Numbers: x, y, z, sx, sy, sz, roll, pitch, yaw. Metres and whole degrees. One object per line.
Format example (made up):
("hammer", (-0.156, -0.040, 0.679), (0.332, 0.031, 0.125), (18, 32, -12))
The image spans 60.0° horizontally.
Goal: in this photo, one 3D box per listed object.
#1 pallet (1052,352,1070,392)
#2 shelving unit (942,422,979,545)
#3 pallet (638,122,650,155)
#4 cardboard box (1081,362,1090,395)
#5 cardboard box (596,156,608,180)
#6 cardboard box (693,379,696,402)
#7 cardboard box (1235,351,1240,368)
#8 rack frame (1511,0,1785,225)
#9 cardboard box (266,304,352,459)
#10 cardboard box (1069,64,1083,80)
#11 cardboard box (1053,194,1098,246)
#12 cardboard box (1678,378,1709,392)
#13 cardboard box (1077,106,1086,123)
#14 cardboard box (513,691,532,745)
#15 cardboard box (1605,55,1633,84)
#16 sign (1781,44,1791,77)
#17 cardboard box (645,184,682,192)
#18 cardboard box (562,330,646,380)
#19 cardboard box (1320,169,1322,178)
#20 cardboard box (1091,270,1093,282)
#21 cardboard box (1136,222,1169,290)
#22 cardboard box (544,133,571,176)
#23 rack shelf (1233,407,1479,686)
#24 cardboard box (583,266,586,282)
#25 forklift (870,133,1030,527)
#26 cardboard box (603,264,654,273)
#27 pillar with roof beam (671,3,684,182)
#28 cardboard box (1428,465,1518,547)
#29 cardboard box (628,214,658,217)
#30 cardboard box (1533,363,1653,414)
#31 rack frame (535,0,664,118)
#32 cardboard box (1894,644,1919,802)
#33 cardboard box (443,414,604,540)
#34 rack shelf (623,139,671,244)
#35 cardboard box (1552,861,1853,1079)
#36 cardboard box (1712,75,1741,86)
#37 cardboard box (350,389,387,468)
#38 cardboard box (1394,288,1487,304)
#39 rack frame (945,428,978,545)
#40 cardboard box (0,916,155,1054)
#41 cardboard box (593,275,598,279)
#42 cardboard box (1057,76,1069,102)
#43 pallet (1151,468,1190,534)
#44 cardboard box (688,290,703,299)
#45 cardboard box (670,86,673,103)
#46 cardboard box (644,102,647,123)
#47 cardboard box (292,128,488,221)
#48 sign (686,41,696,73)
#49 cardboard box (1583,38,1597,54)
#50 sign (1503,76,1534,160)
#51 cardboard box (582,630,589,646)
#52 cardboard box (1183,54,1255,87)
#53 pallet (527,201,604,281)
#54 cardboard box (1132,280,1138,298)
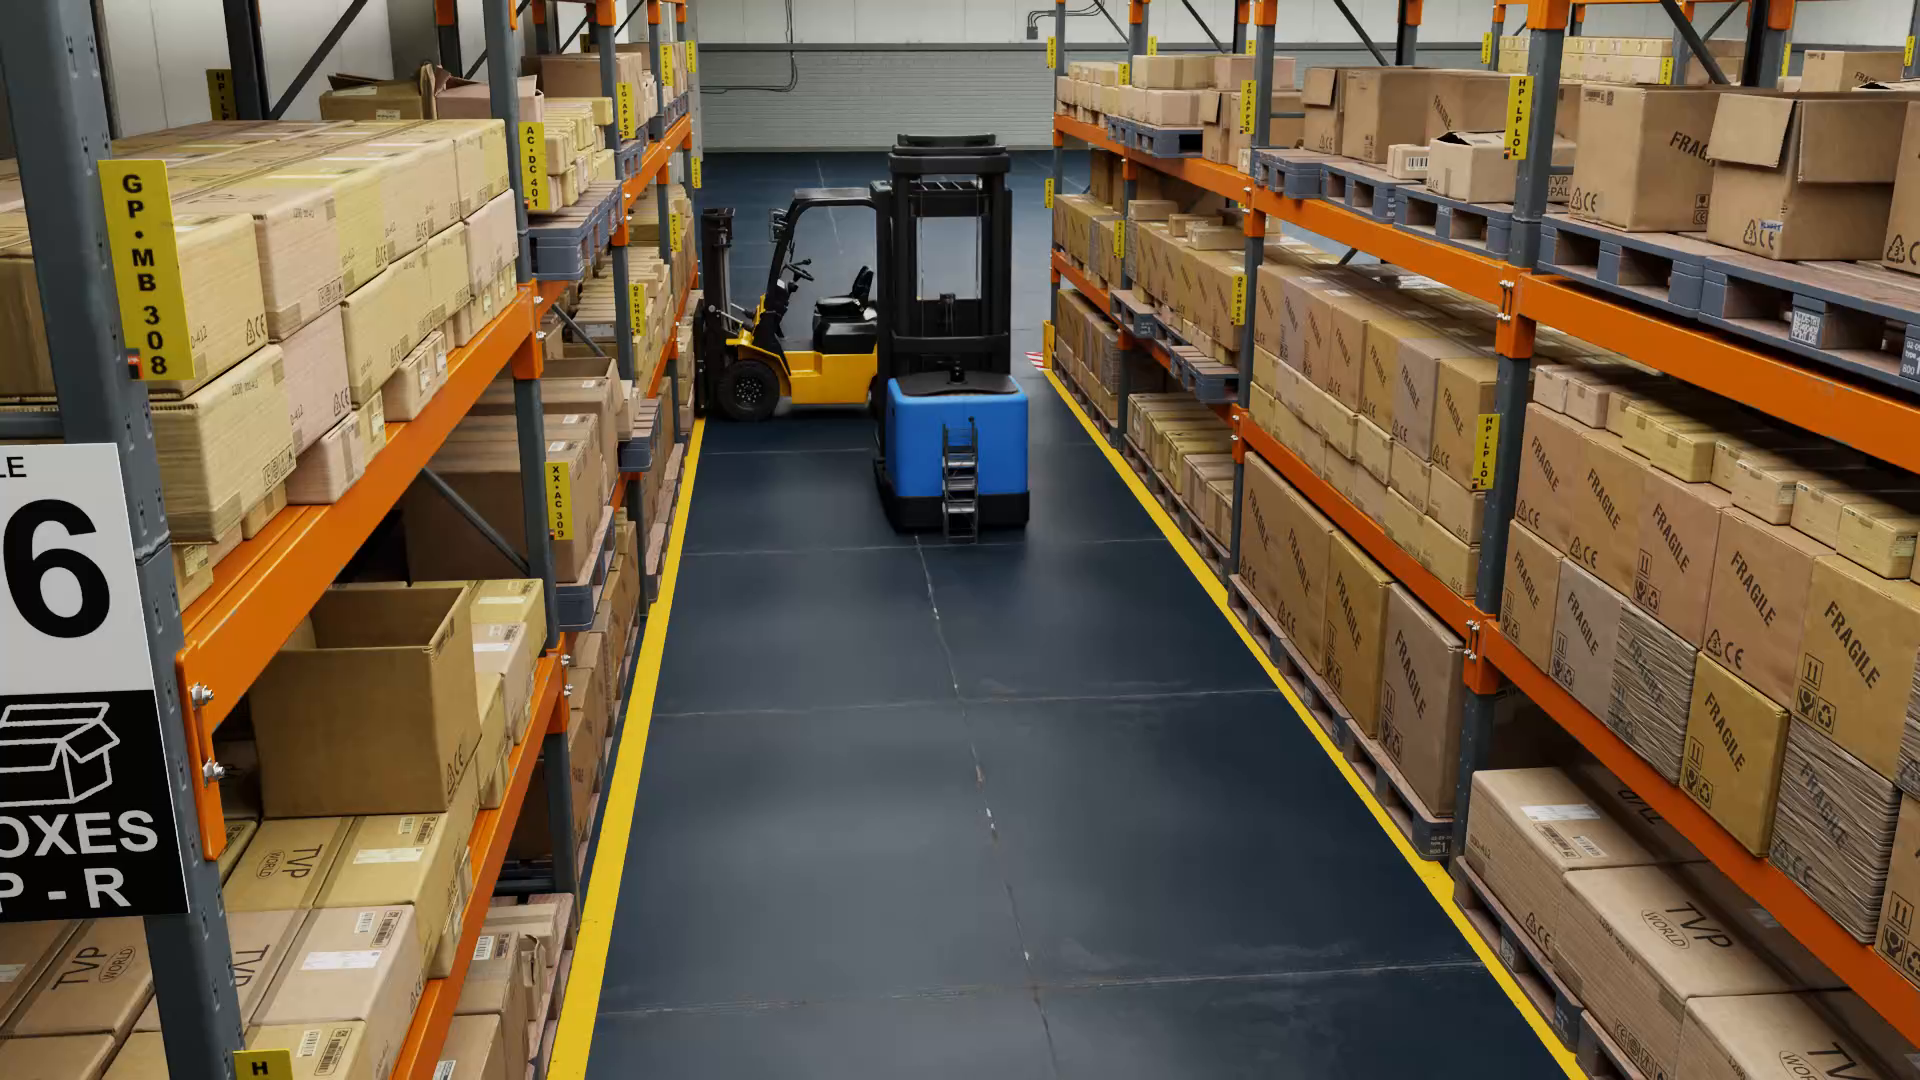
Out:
("pallet", (1.593, -1.858, 18.244), (1.003, 0.211, 1.213), (-2, 18, -6))
("shelving unit", (0.001, -0.427, 12.535), (0.258, 0.900, 0.210), (-2, 18, -6))
("pallet", (-2.884, -3.186, 13.128), (0.805, 0.209, 1.217), (-2, 18, -8))
("cardboard box", (1.508, -1.629, 16.747), (0.500, 0.250, 0.500), (-2, 17, -5))
("cardboard box", (-2.228, -1.981, 9.222), (0.500, 0.250, 0.500), (-2, 18, -5))
("cardboard box", (-2.845, -1.454, 16.192), (0.500, 0.250, 0.500), (-1, 17, -5))
("cardboard box", (2.094, -1.242, 11.343), (0.380, 0.149, 0.250), (-1, 17, -4))
("rack frame", (2.774, -2.741, 6.386), (1.000, 3.000, 0.127), (-2, 18, -6))
("cardboard box", (-1.597, -0.326, 3.454), (0.500, 0.250, 0.500), (-1, 17, -5))
("cardboard box", (1.328, -4.806, 17.058), (0.380, 0.149, 0.250), (-2, 18, -6))
("cardboard box", (1.309, -3.494, 18.136), (0.500, 0.500, 0.500), (-2, 18, -6))
("cardboard box", (3.042, -0.550, 6.501), (0.380, 0.149, 0.250), (-1, 17, -4))
("cardboard box", (1.385, -4.272, 16.688), (0.380, 0.149, 0.250), (-2, 17, -5))
("cardboard box", (-1.779, 0.636, 6.063), (0.380, 0.149, 0.250), (-1, 17, -4))
("cardboard box", (6.504, -4.485, 15.832), (0.500, 0.250, 0.500), (-2, 18, -6))
("sign", (7.401, -4.293, 14.948), (0.100, 0.325, 0.005), (-2, 18, -6))
("cardboard box", (-3.154, -3.699, 17.705), (0.380, 0.149, 0.250), (-2, 18, -5))
("cardboard box", (-2.353, -1.224, 10.984), (0.500, 0.250, 0.500), (-2, 18, -6))
("cardboard box", (2.498, -2.481, 10.985), (0.380, 0.149, 0.250), (-2, 18, -6))
("cardboard box", (1.508, -2.609, 16.399), (0.380, 0.149, 0.250), (-2, 18, -7))
("cardboard box", (1.764, -2.355, 13.806), (0.500, 0.500, 0.500), (-2, 18, -5))
("cardboard box", (-1.757, -1.529, 6.585), (0.380, 0.149, 0.250), (-1, 17, -4))
("rack shelf", (2.568, -0.132, 9.290), (1.077, 0.370, 4.000), (-2, 18, -6))
("cardboard box", (-3.117, -2.048, 12.942), (0.380, 0.149, 0.250), (-2, 18, -6))
("forklift", (-0.159, -1.892, 13.811), (1.130, 2.935, 3.031), (-2, 18, -7))
("cardboard box", (-2.591, -2.065, 12.998), (0.380, 0.149, 0.250), (-2, 18, -7))
("pillar with roof beam", (-2.419, -13.210, 39.732), (9.100, 9.000, 0.400), (-2, 18, -6))
("cardboard box", (2.487, -0.170, 7.627), (0.500, 0.250, 0.500), (-2, 18, -6))
("cardboard box", (-2.878, -2.862, 15.040), (0.380, 0.149, 0.250), (-2, 18, -7))
("cardboard box", (2.548, -0.611, 6.698), (0.380, 0.149, 0.250), (-2, 18, -6))
("rack frame", (-2.988, -4.970, 13.486), (1.000, 3.000, 0.127), (-2, 18, -6))
("cardboard box", (2.817, 0.497, 4.251), (0.500, 0.500, 0.500), (-2, 18, -5))
("cardboard box", (-2.044, -0.278, 7.687), (0.700, 0.500, 0.500), (-2, 17, -5))
("rack shelf", (-2.782, -2.600, 12.145), (1.077, 0.370, 4.000), (-2, 18, -6))
("cardboard box", (2.825, 1.600, 6.149), (0.875, 0.438, 0.875), (-2, 18, -7))
("cardboard box", (6.676, -3.873, 14.355), (0.258, 0.266, 0.396), (-2, 18, -7))
("cardboard box", (-1.572, -0.256, 3.896), (0.380, 0.149, 0.250), (-2, 18, -6))
("cardboard box", (2.781, -1.149, 9.493), (0.500, 0.500, 0.500), (-2, 18, -6))
("rack frame", (0.011, -0.397, 12.438), (0.240, 0.900, 0.006), (-2, 18, -6))
("cardboard box", (-2.114, 1.114, 3.874), (0.500, 0.250, 0.500), (-2, 18, -5))
("cardboard box", (-3.149, -1.966, 13.347), (0.500, 0.250, 0.500), (-2, 18, -6))
("cardboard box", (1.323, -4.798, 17.698), (0.500, 0.250, 0.500), (-2, 18, -7))
("pallet", (2.160, -0.336, 13.395), (1.003, 0.211, 1.213), (-2, 18, -6))
("cardboard box", (-3.043, -2.538, 17.973), (0.500, 0.250, 0.500), (-1, 17, -4))
("cardboard box", (-2.811, -4.040, 15.080), (0.380, 0.149, 0.250), (-1, 17, -4))
("cardboard box", (-2.493, -3.120, 12.149), (0.380, 0.149, 0.250), (-2, 18, -6))
("cardboard box", (-1.810, -1.171, 5.310), (0.500, 0.250, 0.500), (-2, 18, -7))
("sign", (-2.859, -5.128, 17.651), (0.100, 0.325, 0.005), (-2, 18, -6))
("cardboard box", (6.378, -4.861, 16.364), (0.380, 0.149, 0.250), (-2, 18, -6))
("sign", (2.235, -1.687, 6.648), (0.100, 0.325, 0.005), (-2, 18, -6))
("cardboard box", (-2.132, 0.456, 8.606), (0.380, 0.149, 0.250), (-1, 17, -4))
("cardboard box", (2.135, -3.892, 13.774), (0.500, 0.250, 0.500), (-1, 17, -4))
("pallet", (-2.160, -1.263, 6.997), (1.213, 0.211, 1.003), (-2, 18, -6))
("cardboard box", (1.692, -2.169, 14.296), (0.380, 0.149, 0.250), (-2, 17, -5))
